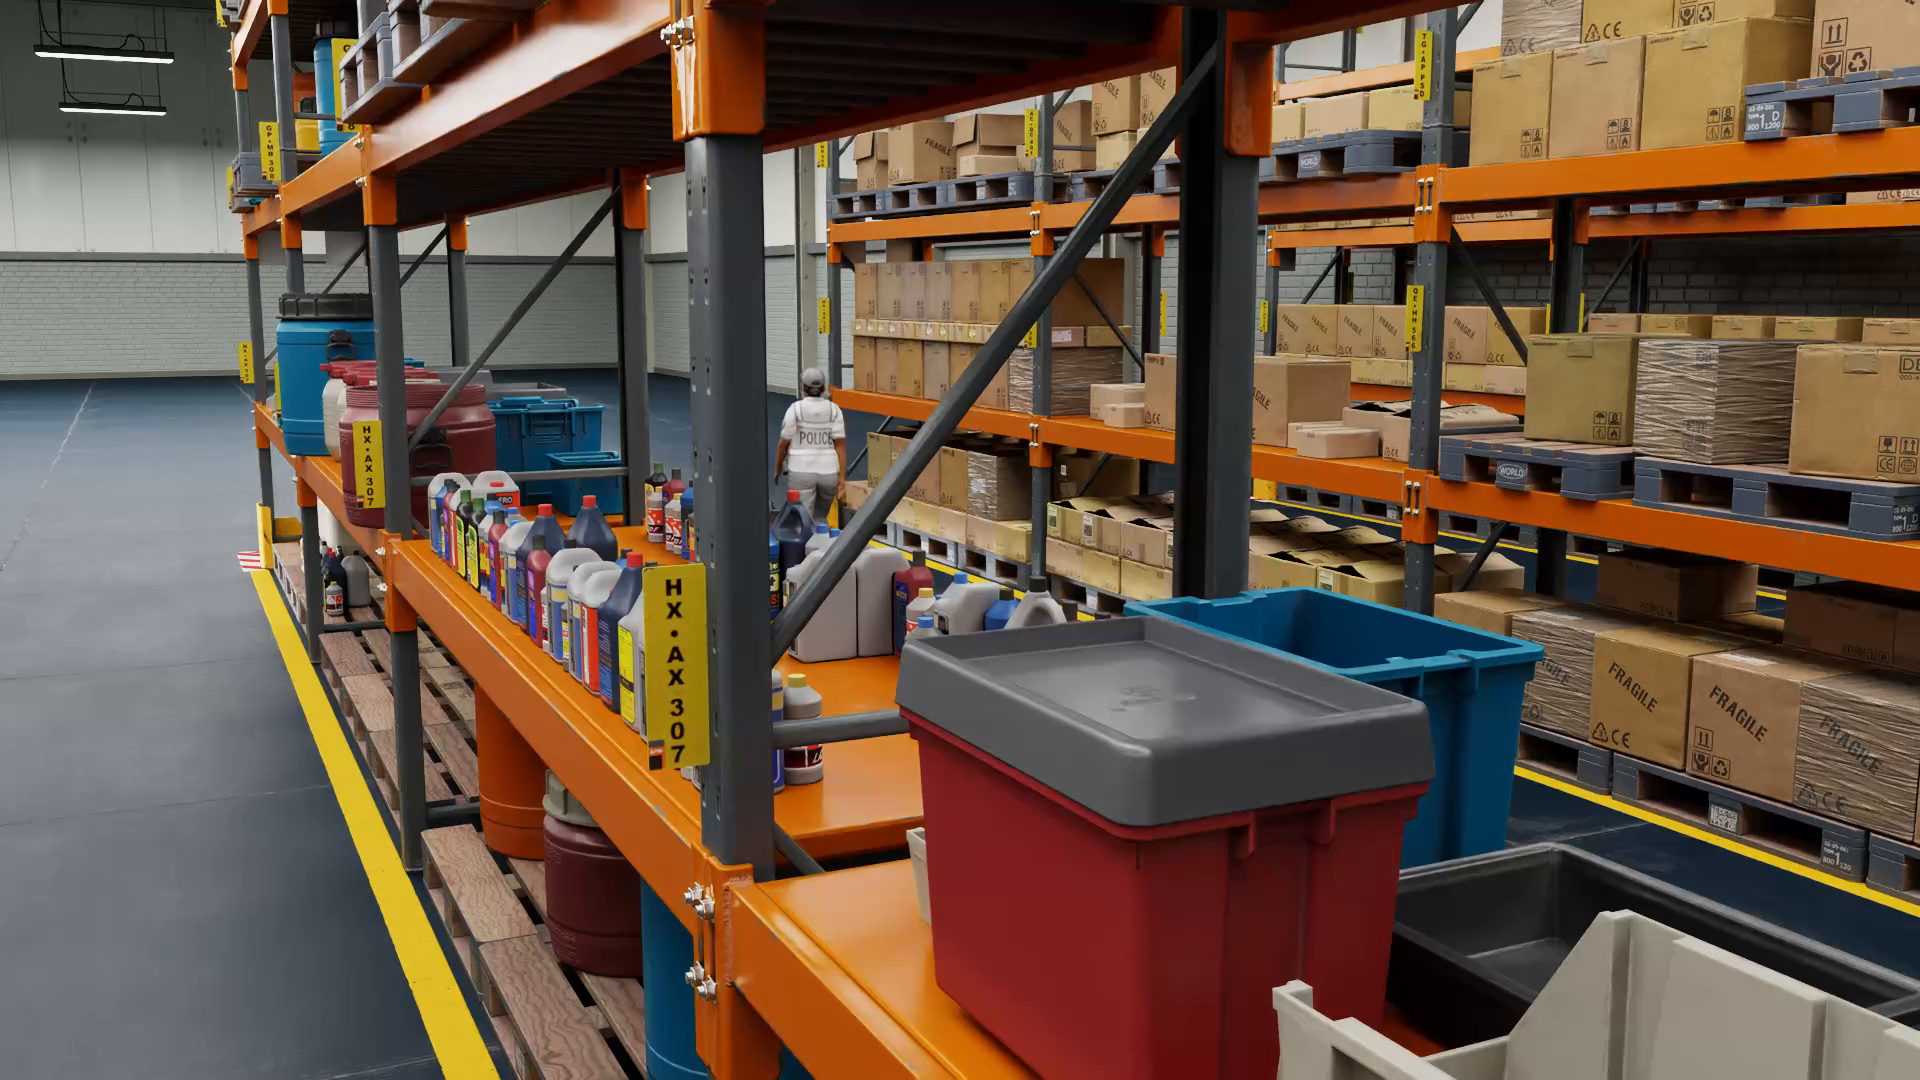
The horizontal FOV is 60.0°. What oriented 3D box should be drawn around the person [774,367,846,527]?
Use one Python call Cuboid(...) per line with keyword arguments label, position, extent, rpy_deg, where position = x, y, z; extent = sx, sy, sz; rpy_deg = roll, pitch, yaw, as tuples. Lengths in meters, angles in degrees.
Cuboid(label="person", position=(-1.131, -0.499, 12.607), extent=(0.485, 1.614, 1.013), rpy_deg=(-4, 9, -24))
